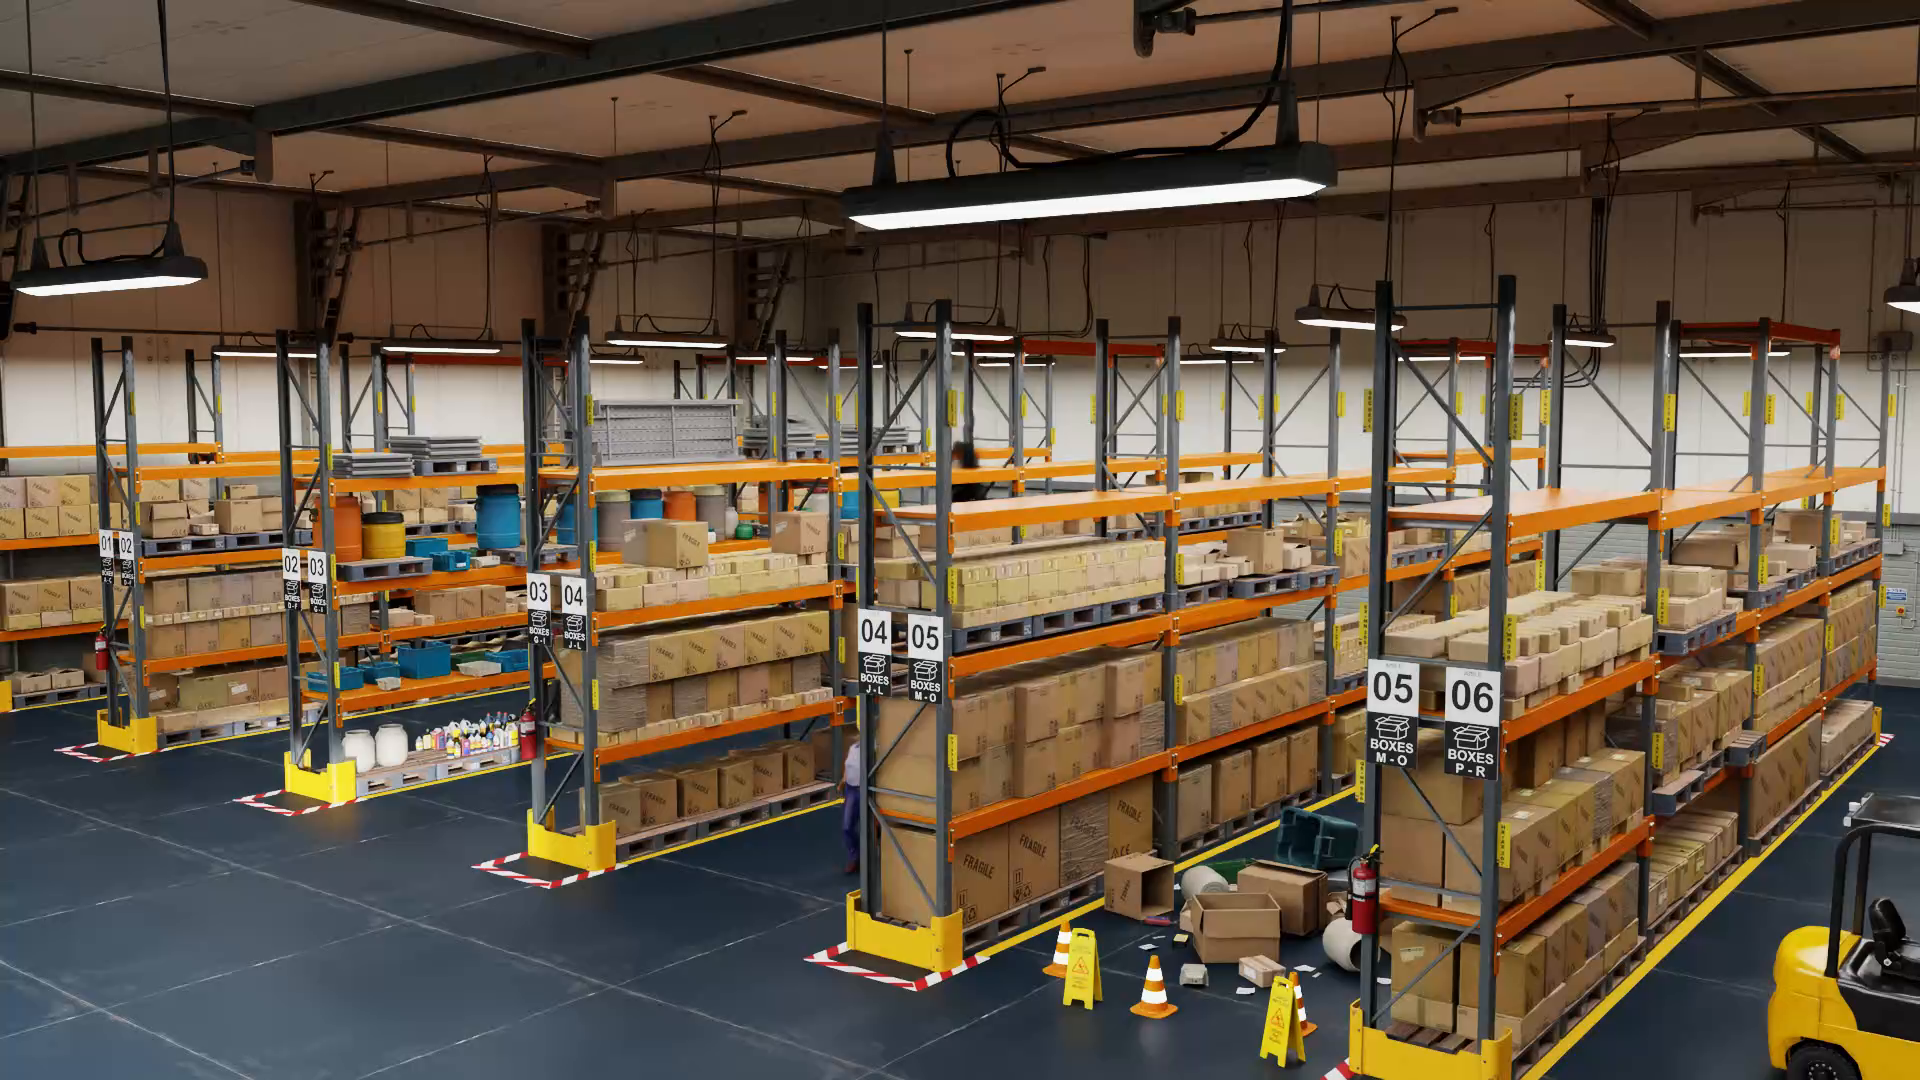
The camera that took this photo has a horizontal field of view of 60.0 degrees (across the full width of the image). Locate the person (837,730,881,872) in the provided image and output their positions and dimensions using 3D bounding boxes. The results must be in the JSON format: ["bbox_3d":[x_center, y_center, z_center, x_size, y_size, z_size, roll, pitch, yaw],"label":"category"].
[{"bbox_3d":[-1.046,2.796,18.182,0.613,1.580,0.668,3,6,30],"label":"person"}]

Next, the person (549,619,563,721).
[{"bbox_3d":[-6.415,2.019,26.658,0.560,1.713,0.728,3,6,34],"label":"person"}]
